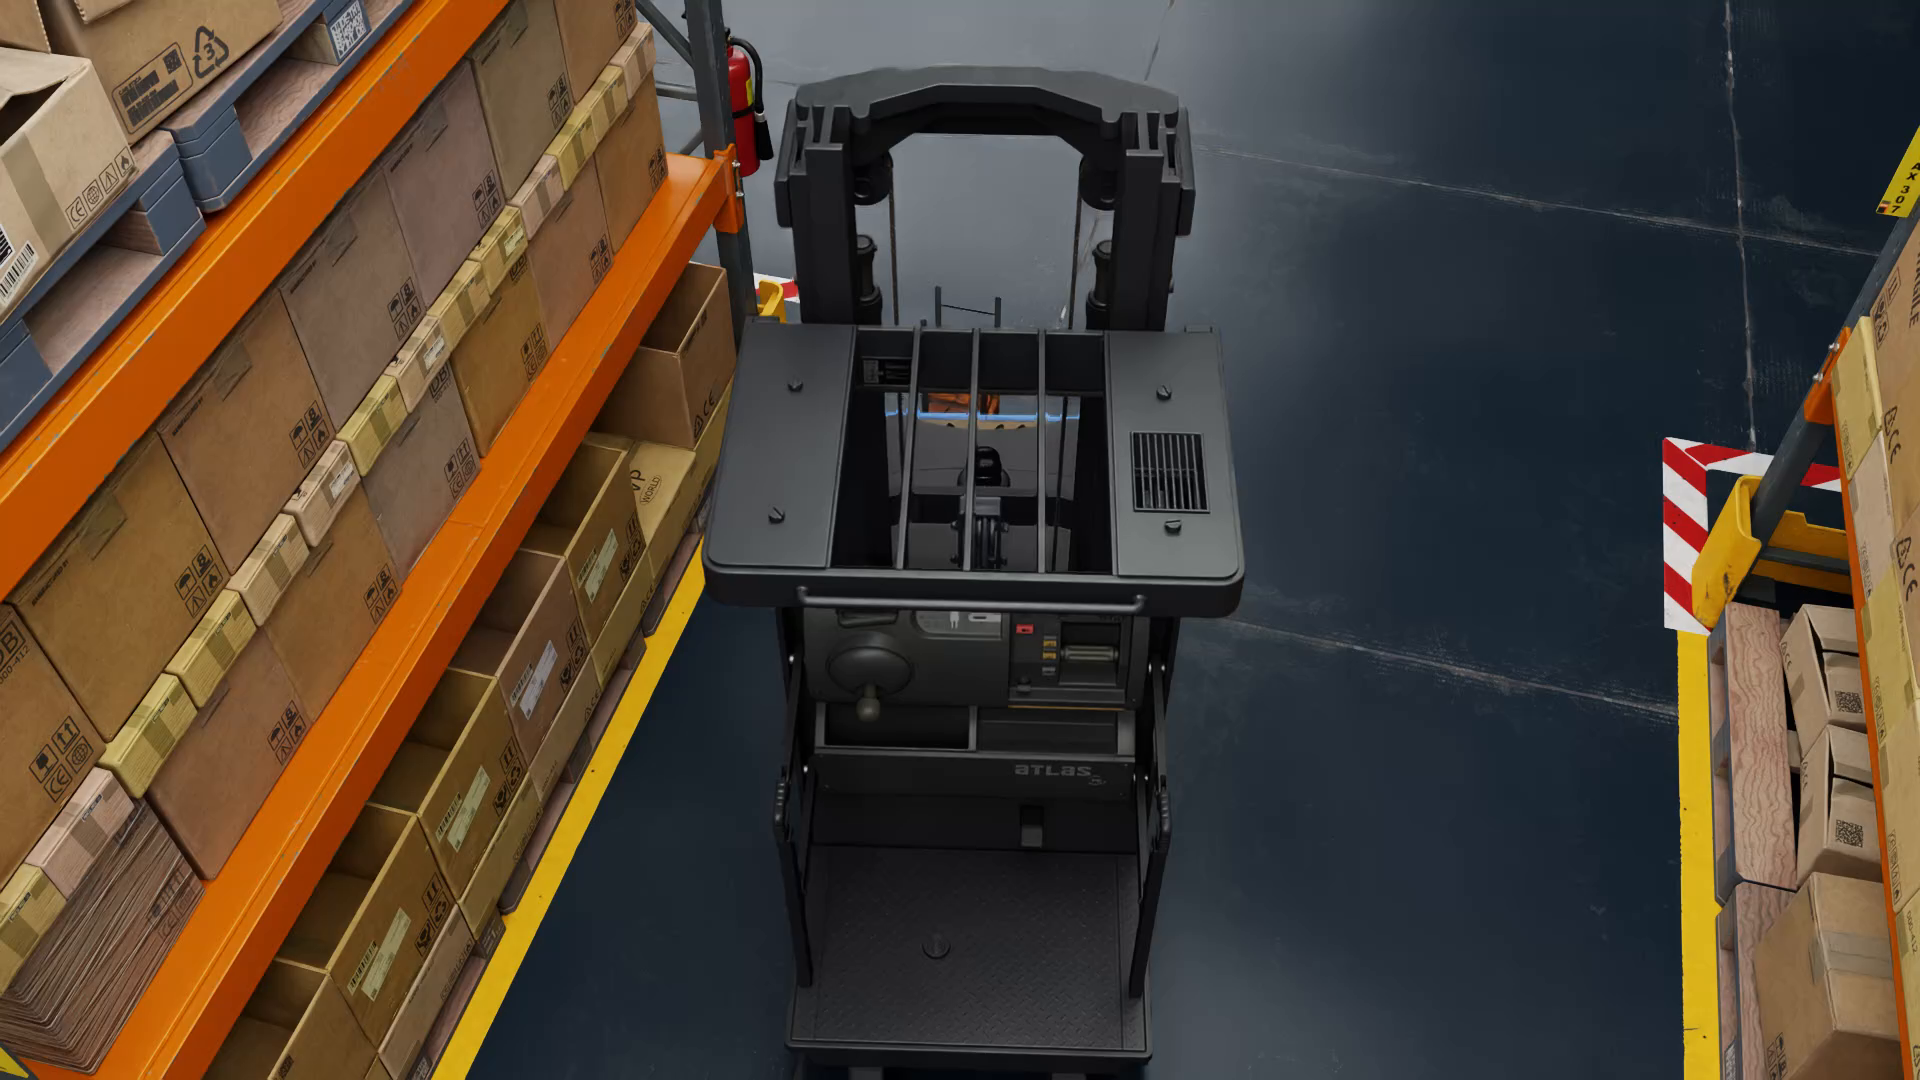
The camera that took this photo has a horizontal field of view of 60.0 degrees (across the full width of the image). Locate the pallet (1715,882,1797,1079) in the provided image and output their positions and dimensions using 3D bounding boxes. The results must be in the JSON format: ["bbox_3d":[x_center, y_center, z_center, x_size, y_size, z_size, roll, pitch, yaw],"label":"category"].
[{"bbox_3d":[2.852,1.706,5.022,1.003,0.211,1.213,12,50,10],"label":"pallet"}]

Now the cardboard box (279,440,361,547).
[{"bbox_3d":[-1.797,-0.150,4.301,0.380,0.149,0.250,10,49,9],"label":"cardboard box"}]

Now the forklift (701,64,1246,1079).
[{"bbox_3d":[0.039,0.409,4.353,1.130,2.935,3.031,1,49,1],"label":"forklift"}]

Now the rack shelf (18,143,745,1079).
[{"bbox_3d":[-1.863,-0.022,5.167,1.077,0.370,4.000,12,50,10],"label":"rack shelf"}]

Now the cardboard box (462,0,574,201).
[{"bbox_3d":[-1.619,-1.414,4.984,0.700,0.500,0.500,10,49,9],"label":"cardboard box"}]

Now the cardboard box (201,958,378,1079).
[{"bbox_3d":[-1.966,1.436,4.455,0.500,0.500,0.500,12,50,10],"label":"cardboard box"}]

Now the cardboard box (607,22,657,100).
[{"bbox_3d":[-1.254,-1.640,5.616,0.380,0.149,0.250,11,49,9],"label":"cardboard box"}]

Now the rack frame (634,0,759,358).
[{"bbox_3d":[-1.337,-1.706,6.174,1.000,3.000,0.127,12,50,10],"label":"rack frame"}]

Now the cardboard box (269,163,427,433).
[{"bbox_3d":[-1.883,-0.687,4.342,0.700,0.500,0.500,12,50,10],"label":"cardboard box"}]

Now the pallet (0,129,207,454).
[{"bbox_3d":[-2.190,-0.399,3.078,1.003,0.211,1.213,12,50,10],"label":"pallet"}]

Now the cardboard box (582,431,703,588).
[{"bbox_3d":[-1.313,-0.125,6.333,0.500,0.250,0.500,12,50,10],"label":"cardboard box"}]

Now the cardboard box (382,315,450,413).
[{"bbox_3d":[-1.660,-0.518,4.626,0.380,0.149,0.250,11,49,10],"label":"cardboard box"}]

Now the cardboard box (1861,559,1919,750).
[{"bbox_3d":[2.746,0.347,4.448,0.500,0.250,0.500,11,49,9],"label":"cardboard box"}]

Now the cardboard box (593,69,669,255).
[{"bbox_3d":[-1.472,-1.404,5.841,0.700,0.500,0.500,12,50,10],"label":"cardboard box"}]

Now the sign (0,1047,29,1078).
[{"bbox_3d":[-1.864,0.930,3.128,0.100,0.325,0.005,12,50,10],"label":"sign"}]

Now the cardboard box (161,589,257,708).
[{"bbox_3d":[-1.932,0.224,3.971,0.380,0.149,0.250,11,50,10],"label":"cardboard box"}]

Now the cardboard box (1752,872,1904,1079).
[{"bbox_3d":[2.783,1.366,4.837,0.700,0.500,0.500,9,49,8],"label":"cardboard box"}]

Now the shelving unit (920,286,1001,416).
[{"bbox_3d":[0.004,-0.407,6.228,0.258,1.200,0.189,12,50,10],"label":"shelving unit"}]

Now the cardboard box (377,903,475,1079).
[{"bbox_3d":[-1.839,1.321,5.056,0.500,0.250,0.500,12,50,10],"label":"cardboard box"}]

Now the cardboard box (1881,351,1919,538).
[{"bbox_3d":[2.888,-0.295,4.515,0.500,0.500,0.500,12,50,10],"label":"cardboard box"}]

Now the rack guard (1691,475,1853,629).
[{"bbox_3d":[3.423,0.150,6.203,1.175,0.500,0.348,12,50,10],"label":"rack guard"}]

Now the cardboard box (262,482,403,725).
[{"bbox_3d":[-2.011,0.087,4.525,0.700,0.500,0.500,12,50,11],"label":"cardboard box"}]

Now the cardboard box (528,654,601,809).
[{"bbox_3d":[-1.576,0.598,5.694,0.500,0.250,0.500,12,50,10],"label":"cardboard box"}]

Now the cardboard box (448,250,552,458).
[{"bbox_3d":[-1.742,-0.666,5.189,0.700,0.500,0.500,12,50,10],"label":"cardboard box"}]

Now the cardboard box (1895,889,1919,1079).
[{"bbox_3d":[2.479,1.077,3.805,0.500,0.250,0.500,11,50,10],"label":"cardboard box"}]

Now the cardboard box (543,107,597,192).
[{"bbox_3d":[-1.388,-1.266,5.286,0.380,0.149,0.250,11,49,9],"label":"cardboard box"}]

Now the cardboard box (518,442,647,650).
[{"bbox_3d":[-1.440,-0.011,5.731,0.500,0.500,0.500,12,50,10],"label":"cardboard box"}]

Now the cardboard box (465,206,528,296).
[{"bbox_3d":[-1.525,-0.894,4.958,0.380,0.149,0.250,13,50,11],"label":"cardboard box"}]

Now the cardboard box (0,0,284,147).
[{"bbox_3d":[-1.835,-1.192,3.277,0.797,0.503,0.637,17,51,14],"label":"cardboard box"}]

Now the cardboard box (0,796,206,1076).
[{"bbox_3d":[-2.279,0.832,3.868,0.700,0.500,0.500,10,49,9],"label":"cardboard box"}]

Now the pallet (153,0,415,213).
[{"bbox_3d":[-1.867,-1.278,3.855,1.003,0.211,1.213,12,50,10],"label":"pallet"}]

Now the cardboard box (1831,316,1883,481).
[{"bbox_3d":[3.008,-0.398,5.106,0.500,0.250,0.500,10,49,9],"label":"cardboard box"}]

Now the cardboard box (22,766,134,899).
[{"bbox_3d":[-2.066,0.601,3.638,0.380,0.149,0.250,12,50,11],"label":"cardboard box"}]

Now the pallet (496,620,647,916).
[{"bbox_3d":[-1.821,0.657,5.948,1.003,0.211,1.213,12,50,10],"label":"pallet"}]

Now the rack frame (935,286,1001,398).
[{"bbox_3d":[0.028,-0.474,6.287,0.240,1.200,0.006,12,50,10],"label":"rack frame"}]

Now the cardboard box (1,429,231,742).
[{"bbox_3d":[-2.147,0.036,3.704,0.700,0.500,0.500,11,50,10],"label":"cardboard box"}]

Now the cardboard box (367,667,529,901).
[{"bbox_3d":[-1.703,0.713,5.093,0.500,0.500,0.500,12,50,10],"label":"cardboard box"}]

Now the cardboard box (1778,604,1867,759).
[{"bbox_3d":[3.174,0.495,5.731,0.500,0.311,0.500,7,49,6],"label":"cardboard box"}]

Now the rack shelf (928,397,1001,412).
[{"bbox_3d":[0.004,-0.458,6.172,0.258,0.103,0.180,12,50,10],"label":"rack shelf"}]
